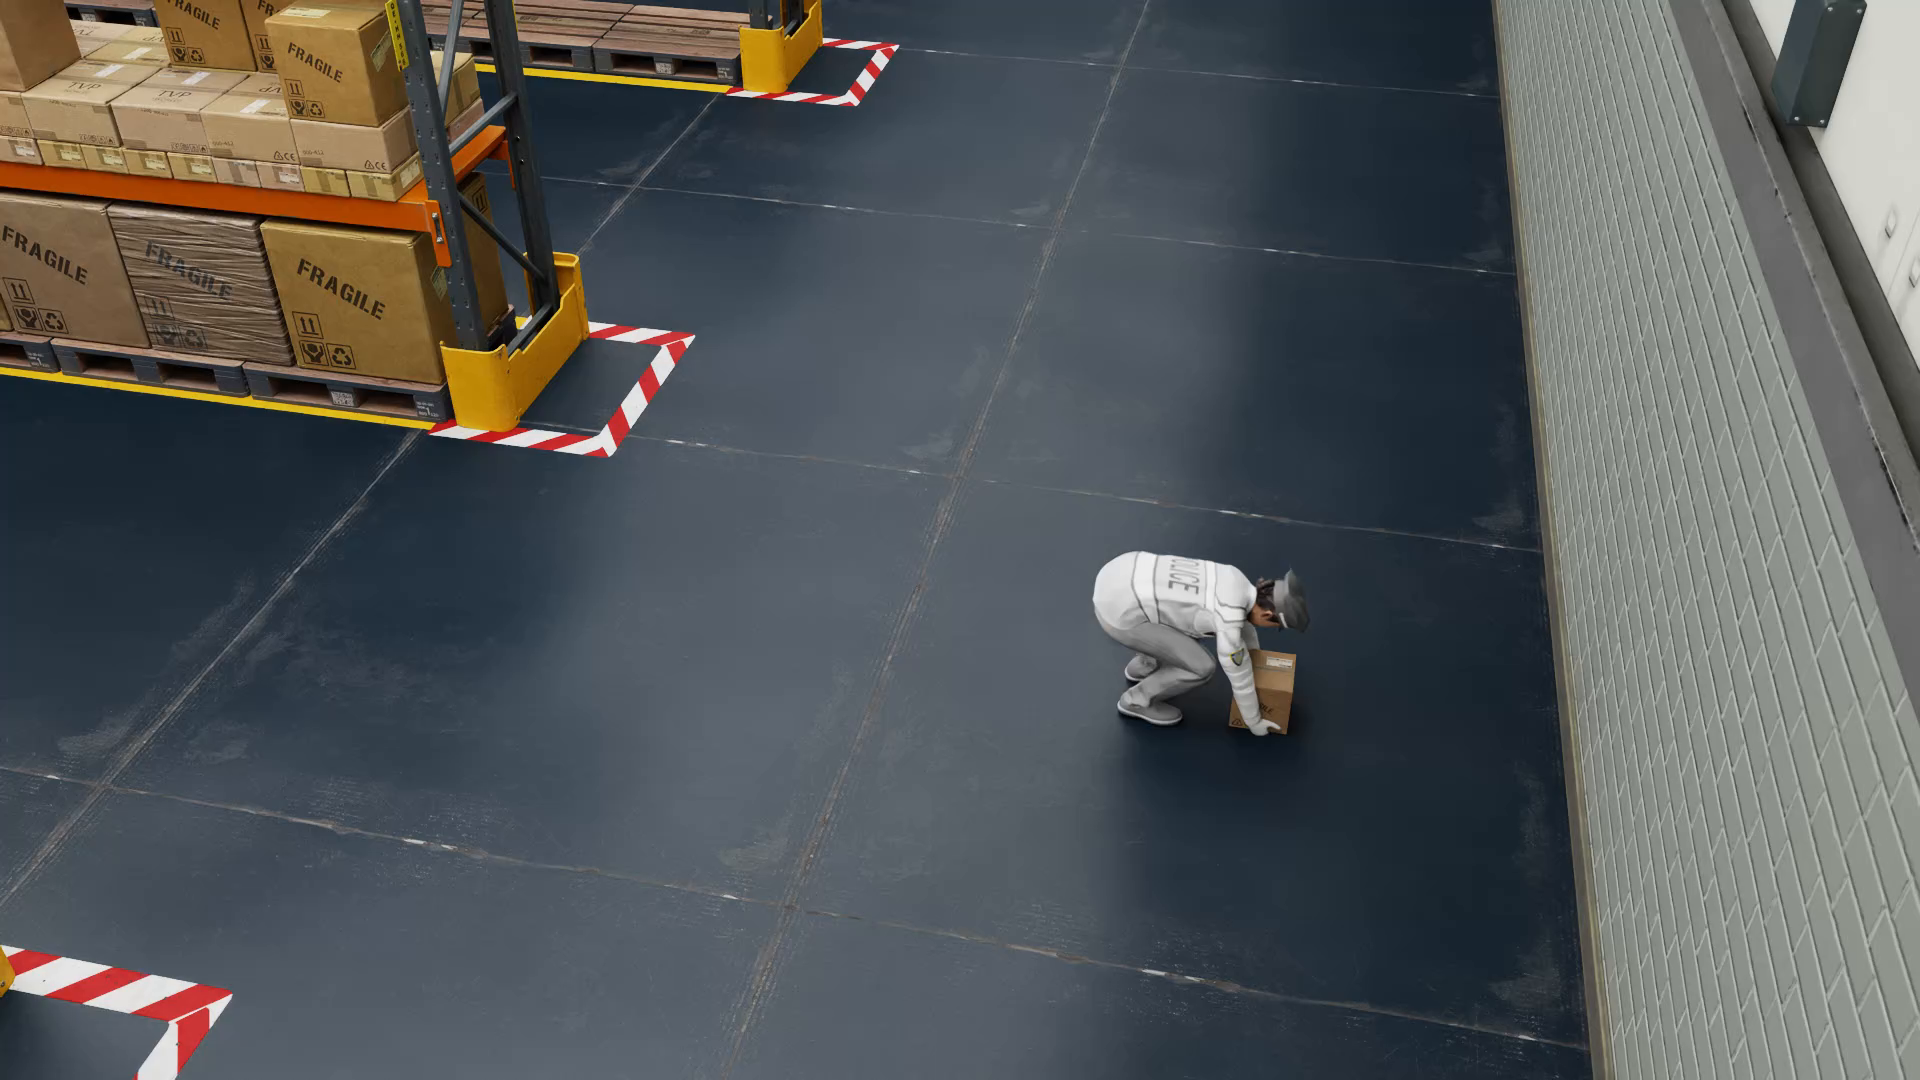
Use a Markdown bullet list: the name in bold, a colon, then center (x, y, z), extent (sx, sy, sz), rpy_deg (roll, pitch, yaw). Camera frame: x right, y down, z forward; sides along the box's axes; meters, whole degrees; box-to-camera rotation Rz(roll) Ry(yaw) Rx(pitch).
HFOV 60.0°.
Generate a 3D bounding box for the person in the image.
- **person**: center (1.025, 0.427, 7.173), extent (0.914, 0.760, 0.458), rpy_deg (6, 37, 9)
